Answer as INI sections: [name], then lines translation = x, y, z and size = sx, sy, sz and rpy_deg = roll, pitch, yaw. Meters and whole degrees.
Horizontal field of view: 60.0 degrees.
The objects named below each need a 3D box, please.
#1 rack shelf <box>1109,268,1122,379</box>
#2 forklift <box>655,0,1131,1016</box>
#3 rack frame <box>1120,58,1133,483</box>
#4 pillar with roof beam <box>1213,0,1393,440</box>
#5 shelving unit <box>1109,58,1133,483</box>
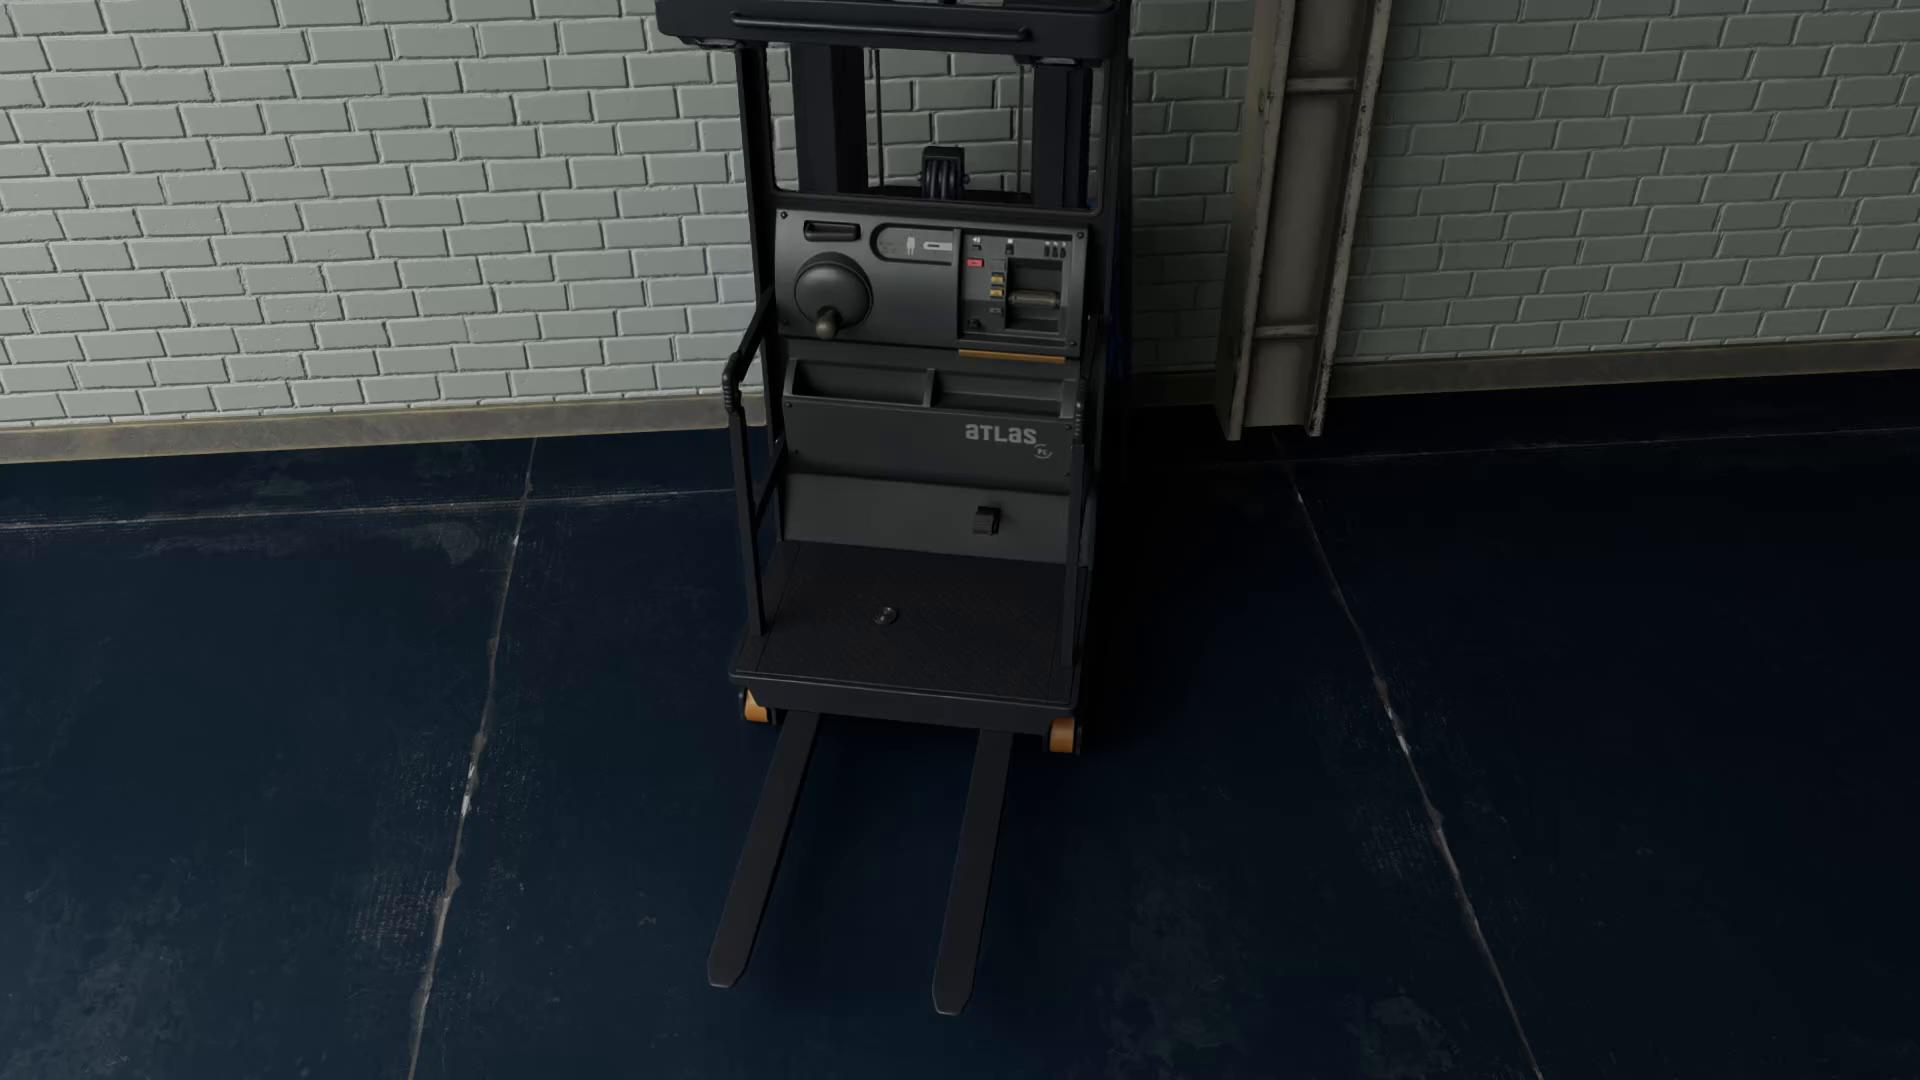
[rack shelf]
translation = 0.123, -0.833, 6.338
size = 1.000, 0.185, 0.538
rpy_deg = 1, 38, 7
[forklift]
translation = -0.118, -0.697, 4.768
size = 1.130, 2.935, 3.031
rpy_deg = 5, 39, 6
[rack frame]
translation = 0.618, -0.967, 6.171
size = 0.032, 1.500, 0.500
rpy_deg = 1, 38, 7
[pillar with roof beam]
translation = 1.651, -1.387, 0.743
size = 0.400, 9.000, 9.100
rpy_deg = -3, 38, -4
[shelving unit]
translation = 0.113, -0.976, 6.230
size = 1.048, 1.500, 0.538
rpy_deg = 1, 38, 7
